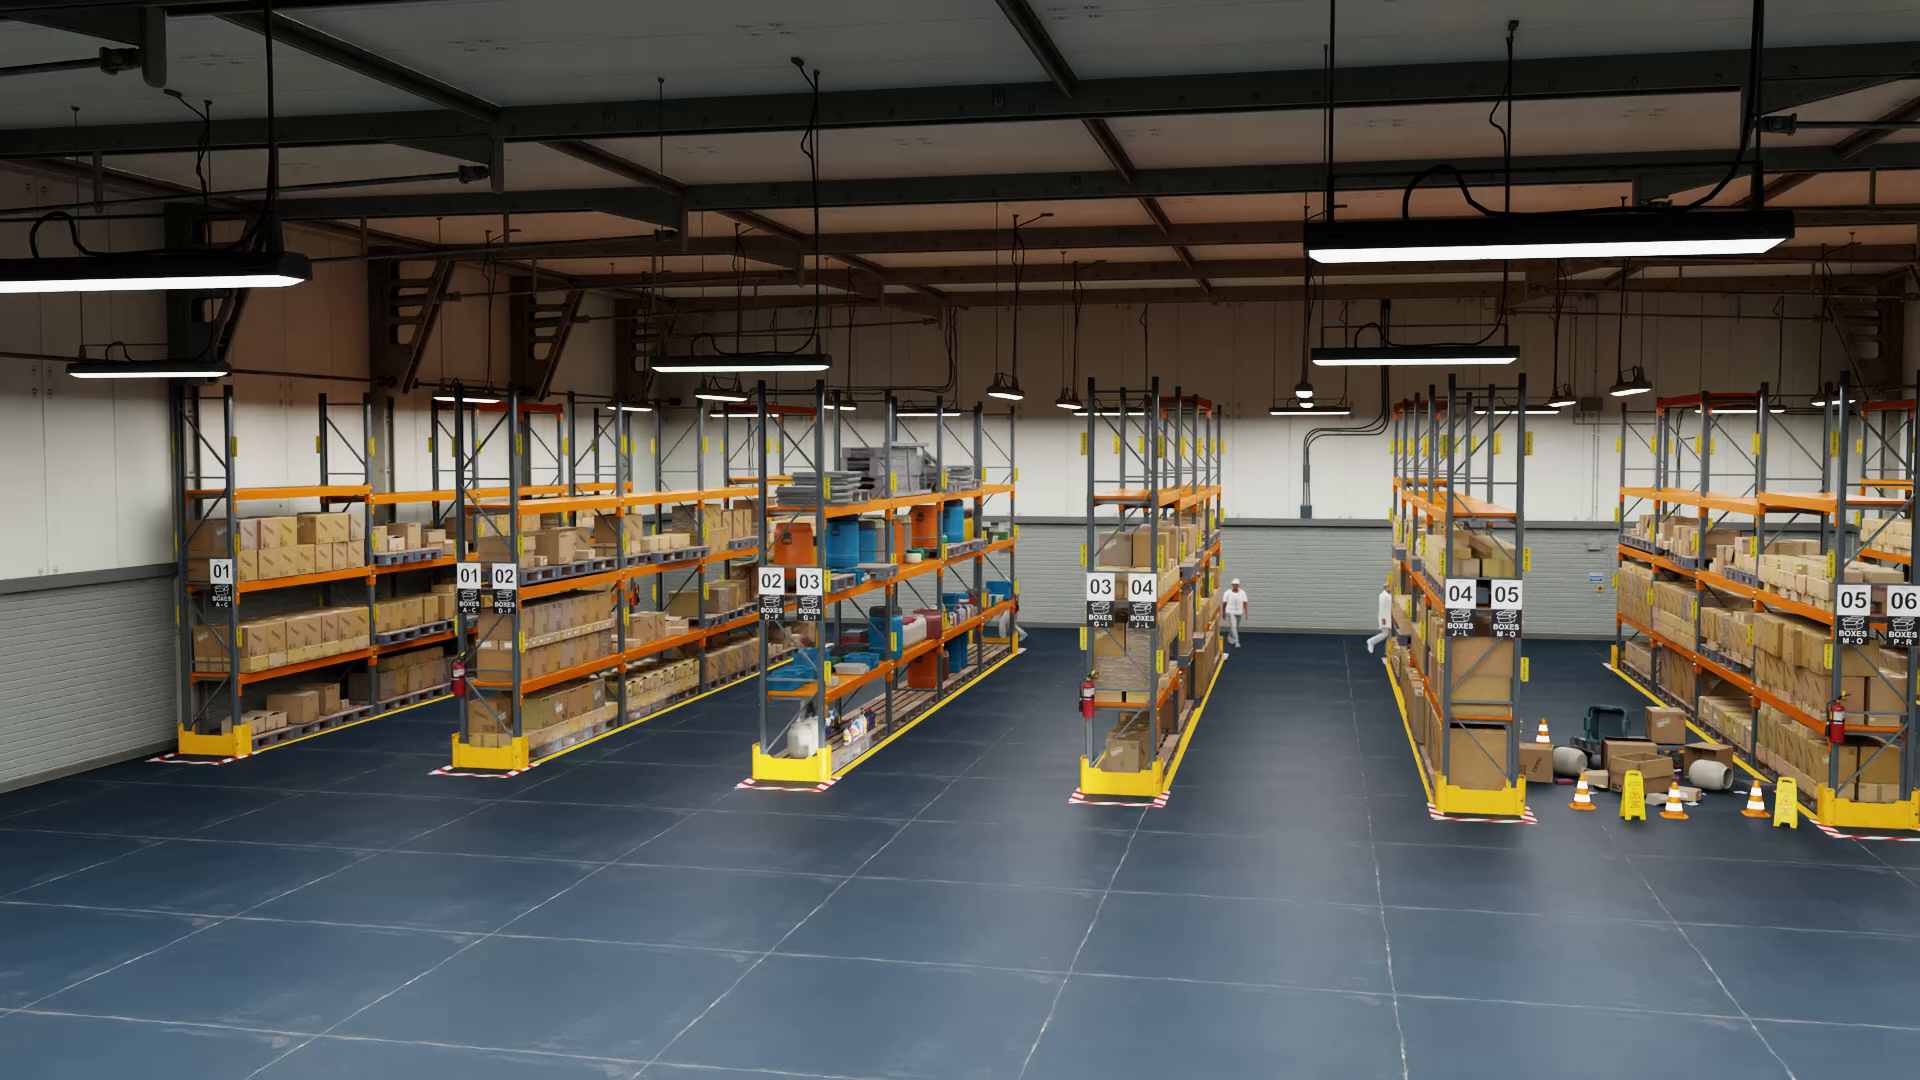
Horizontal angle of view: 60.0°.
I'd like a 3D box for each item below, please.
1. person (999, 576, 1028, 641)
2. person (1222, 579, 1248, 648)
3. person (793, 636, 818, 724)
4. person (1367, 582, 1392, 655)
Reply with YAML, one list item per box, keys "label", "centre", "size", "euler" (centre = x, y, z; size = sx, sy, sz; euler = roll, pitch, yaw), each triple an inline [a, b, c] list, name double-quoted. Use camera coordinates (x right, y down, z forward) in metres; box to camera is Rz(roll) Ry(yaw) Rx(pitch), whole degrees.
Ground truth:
- label: "person"
  centre: [1.267, 1.768, 42.061]
  size: [0.975, 1.731, 0.517]
  euler: [-1, 3, -13]
- label: "person"
  centre: [6.876, 1.808, 41.461]
  size: [0.554, 1.702, 1.121]
  euler: [-1, 3, -15]
- label: "person"
  centre: [-2.844, 2.532, 30.006]
  size: [0.717, 1.597, 0.525]
  euler: [-3, 4, -39]
- label: "person"
  centre: [10.168, 1.882, 39.771]
  size: [0.685, 1.768, 0.636]
  euler: [2, 4, 33]
